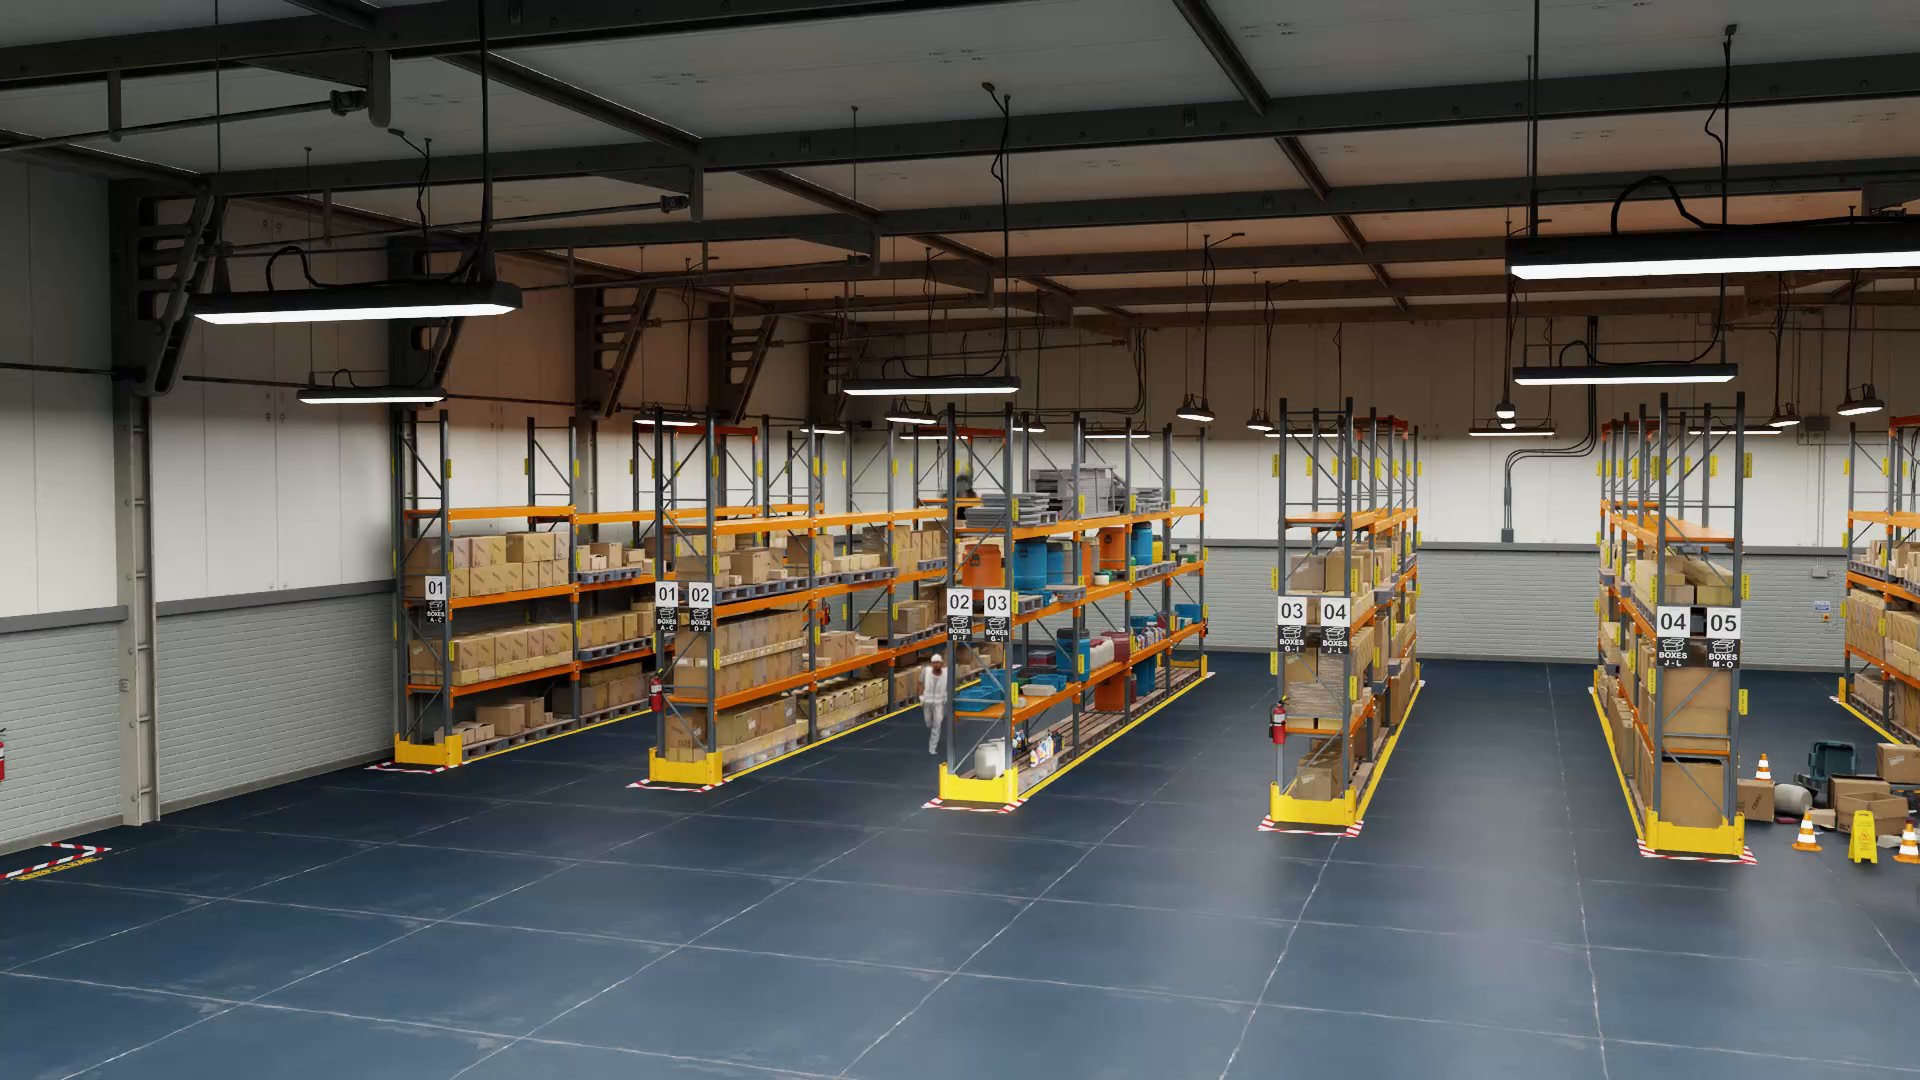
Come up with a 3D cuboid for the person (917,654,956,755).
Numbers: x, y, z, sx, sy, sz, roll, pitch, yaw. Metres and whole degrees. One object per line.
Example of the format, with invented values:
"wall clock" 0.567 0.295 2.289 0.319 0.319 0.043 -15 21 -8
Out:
"person" -0.417 2.886 29.516 0.688 1.757 0.891 0 2 7
